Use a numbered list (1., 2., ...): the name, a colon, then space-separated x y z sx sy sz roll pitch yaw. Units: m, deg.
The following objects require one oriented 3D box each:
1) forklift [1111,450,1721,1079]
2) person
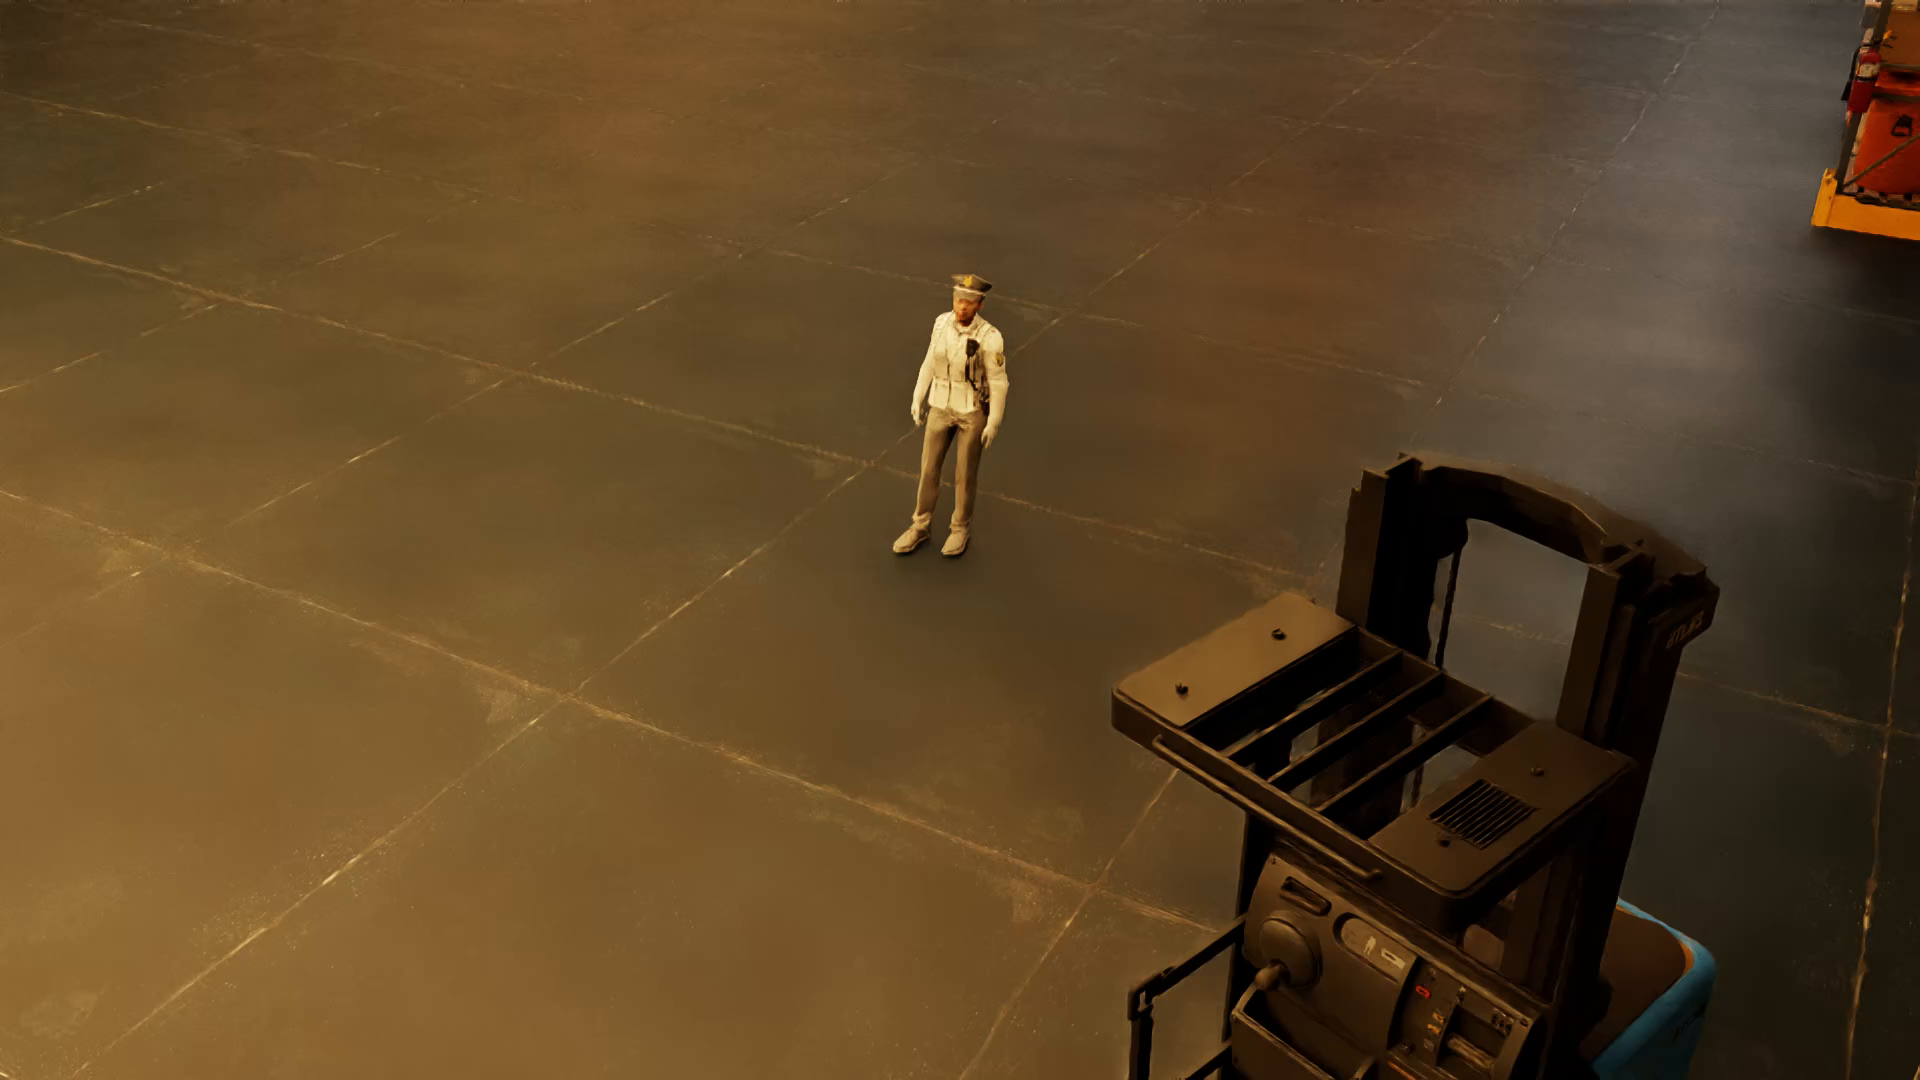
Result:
1. forklift: 1.081 1.329 4.768 3.031 2.935 1.130 -24 37 -35
2. person: -0.039 -0.712 9.527 0.586 1.695 0.533 15 33 25
